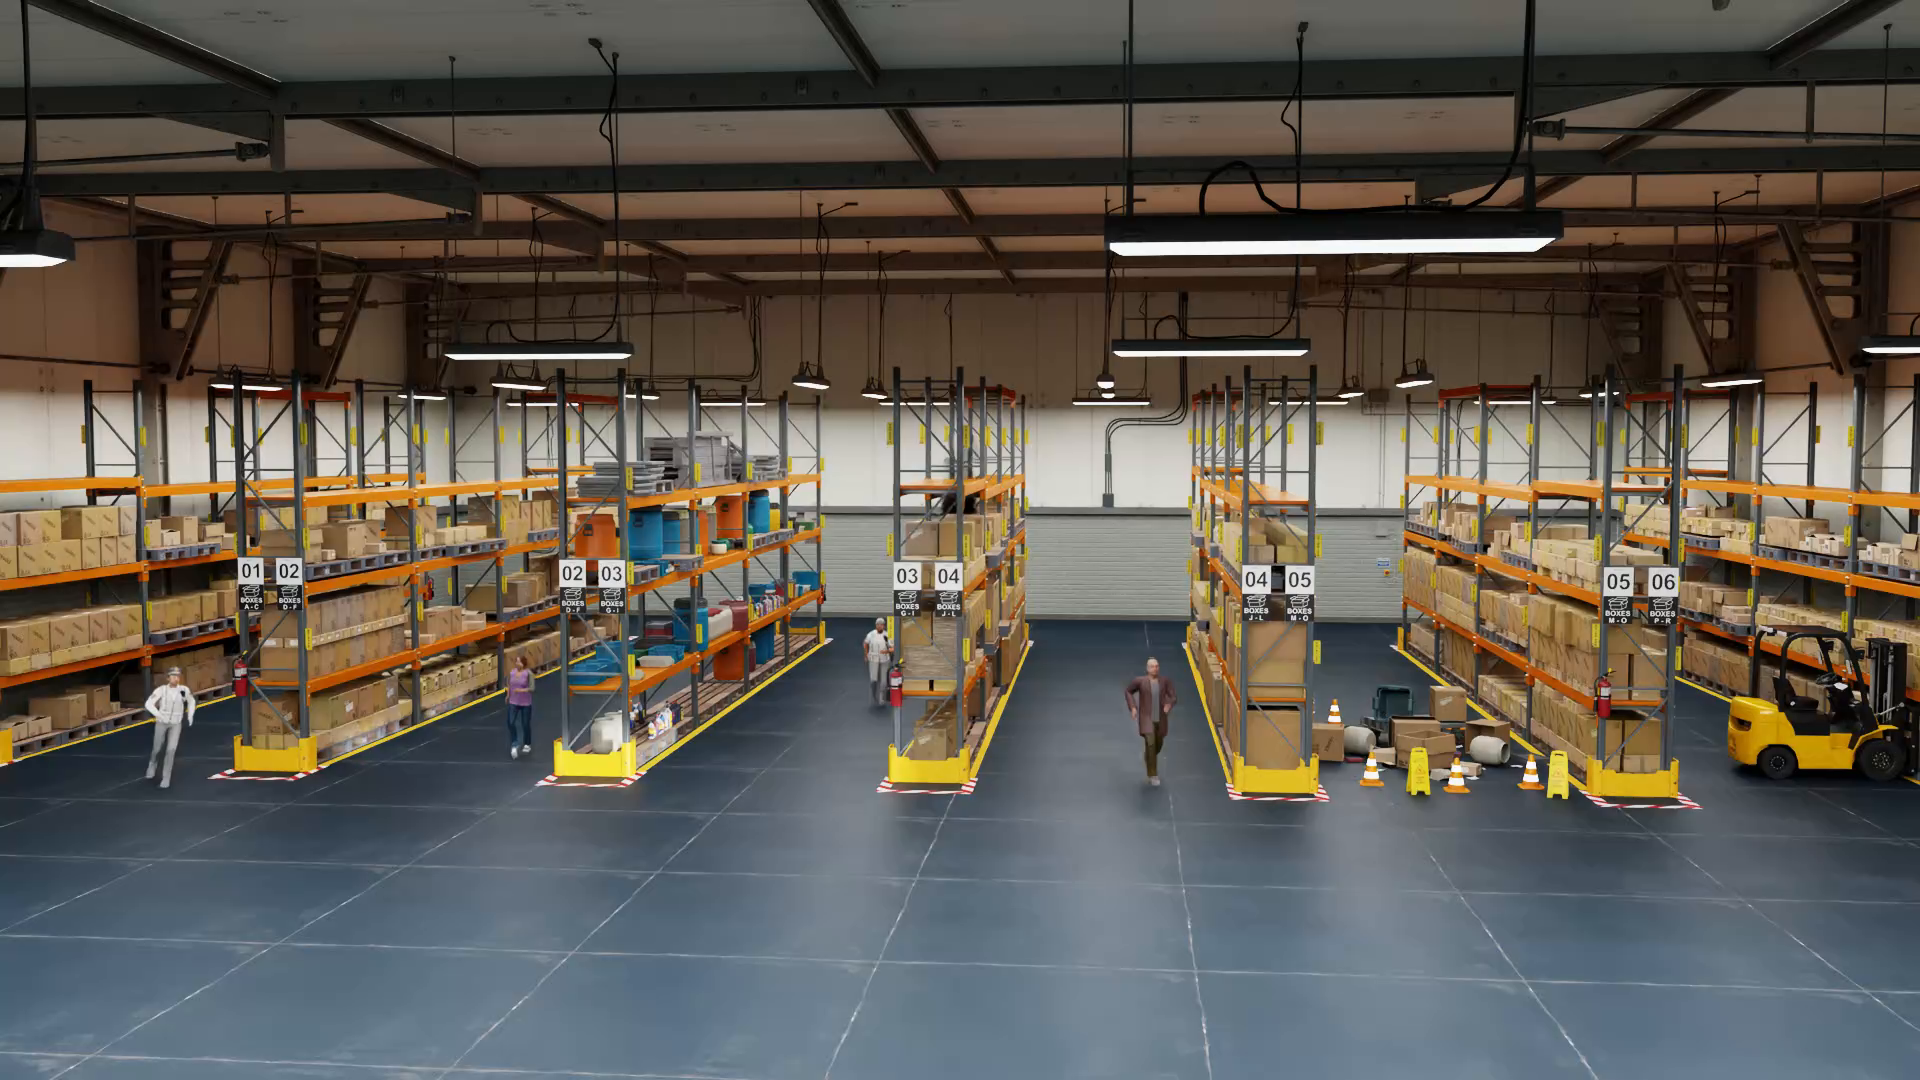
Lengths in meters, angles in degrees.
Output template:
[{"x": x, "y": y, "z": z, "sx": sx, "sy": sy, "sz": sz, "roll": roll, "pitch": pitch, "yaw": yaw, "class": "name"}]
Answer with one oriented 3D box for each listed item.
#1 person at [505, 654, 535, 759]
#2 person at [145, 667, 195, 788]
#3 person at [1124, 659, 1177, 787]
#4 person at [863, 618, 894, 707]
[{"x": -6.870, "y": 2.592, "z": 25.942, "sx": 0.503, "sy": 1.614, "sz": 0.682, "roll": 0, "pitch": 4, "yaw": -1, "class": "person"}, {"x": -11.402, "y": 2.665, "z": 24.033, "sx": 0.675, "sy": 1.671, "sz": 0.918, "roll": -2, "pitch": 4, "yaw": -29, "class": "person"}, {"x": 2.780, "y": 2.650, "z": 24.118, "sx": 0.722, "sy": 1.688, "sz": 0.981, "roll": -1, "pitch": 4, "yaw": -11, "class": "person"}, {"x": -1.493, "y": 2.265, "z": 30.743, "sx": 0.582, "sy": 1.644, "sz": 0.626, "roll": 0, "pitch": 4, "yaw": -4, "class": "person"}]
